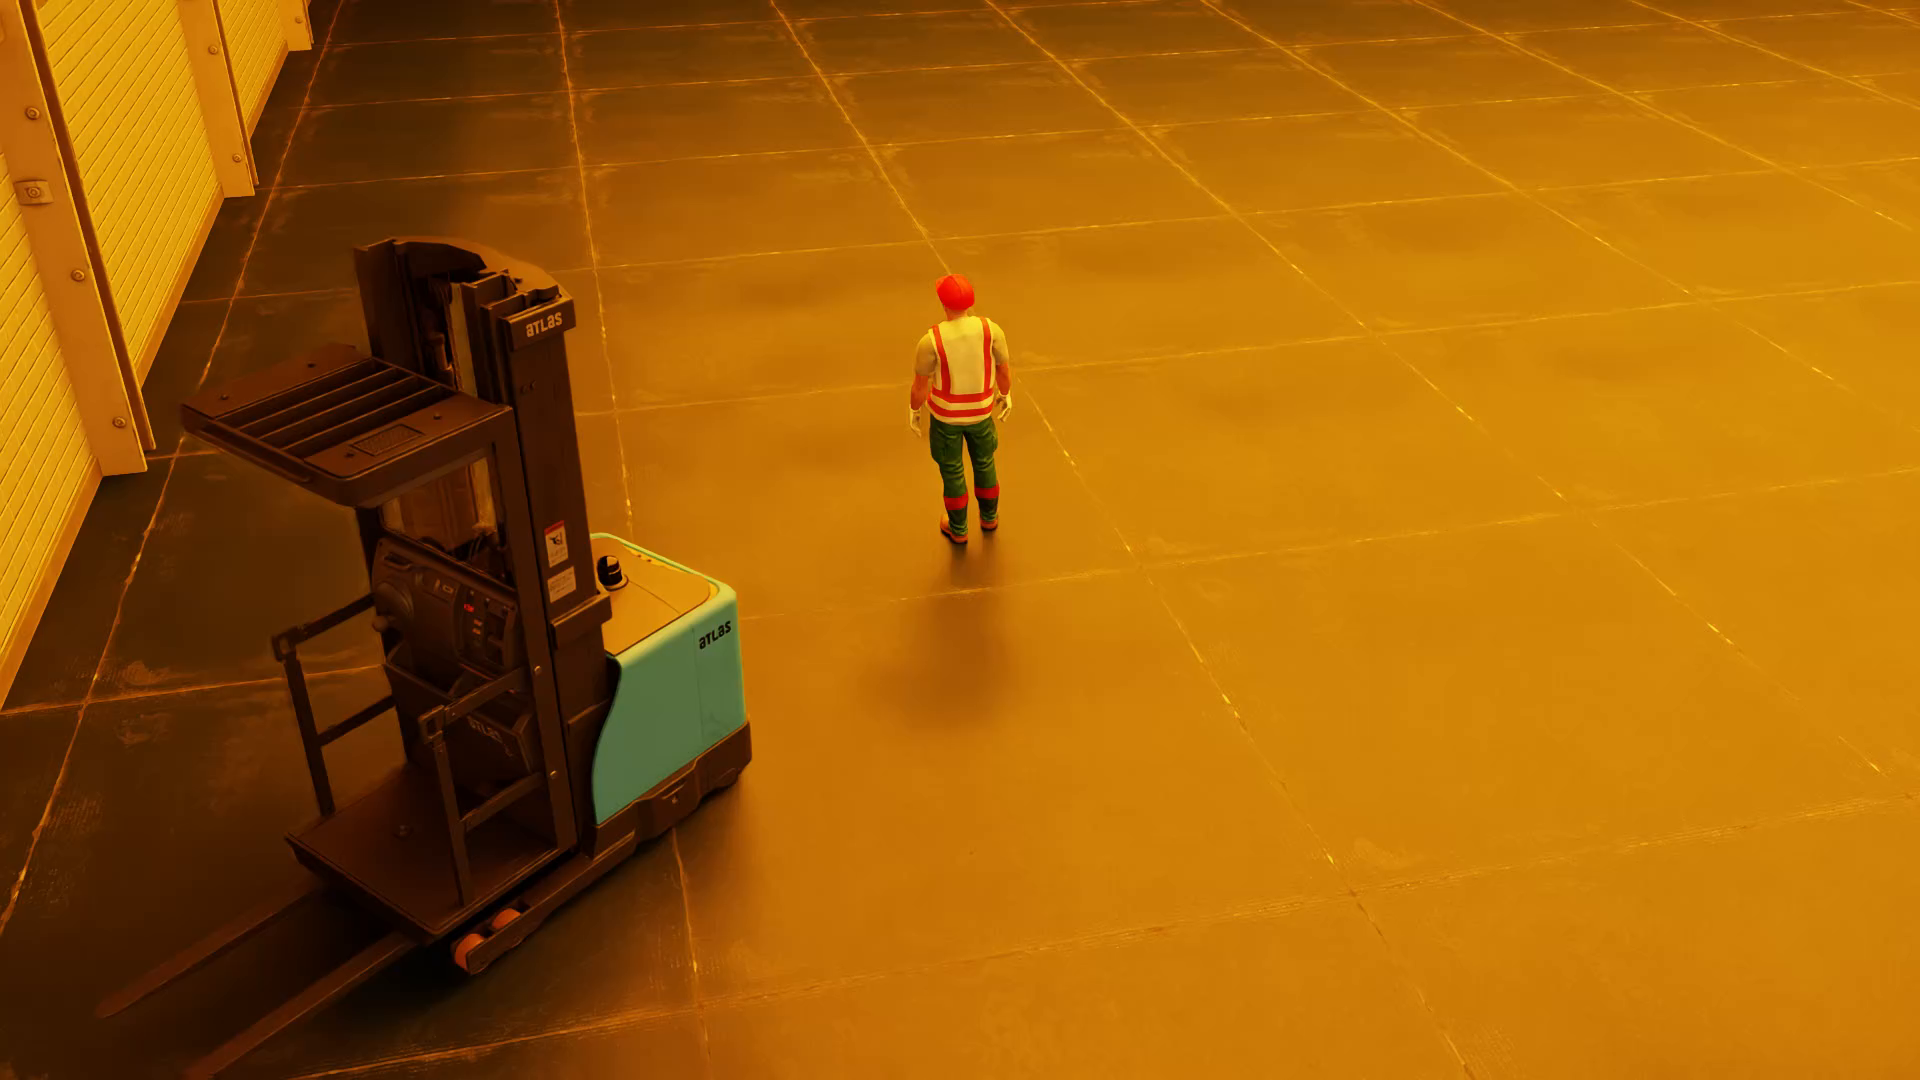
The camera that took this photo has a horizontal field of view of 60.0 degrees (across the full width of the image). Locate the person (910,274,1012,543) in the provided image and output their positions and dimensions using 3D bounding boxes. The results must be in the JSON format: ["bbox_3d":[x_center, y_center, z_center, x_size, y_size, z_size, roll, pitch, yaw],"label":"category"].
[{"bbox_3d":[-0.009,-0.821,10.119,0.638,1.789,0.562,-7,31,-12],"label":"person"}]

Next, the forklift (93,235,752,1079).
[{"bbox_3d":[-2.341,0.337,6.993,1.130,2.935,3.031,21,36,31],"label":"forklift"}]
